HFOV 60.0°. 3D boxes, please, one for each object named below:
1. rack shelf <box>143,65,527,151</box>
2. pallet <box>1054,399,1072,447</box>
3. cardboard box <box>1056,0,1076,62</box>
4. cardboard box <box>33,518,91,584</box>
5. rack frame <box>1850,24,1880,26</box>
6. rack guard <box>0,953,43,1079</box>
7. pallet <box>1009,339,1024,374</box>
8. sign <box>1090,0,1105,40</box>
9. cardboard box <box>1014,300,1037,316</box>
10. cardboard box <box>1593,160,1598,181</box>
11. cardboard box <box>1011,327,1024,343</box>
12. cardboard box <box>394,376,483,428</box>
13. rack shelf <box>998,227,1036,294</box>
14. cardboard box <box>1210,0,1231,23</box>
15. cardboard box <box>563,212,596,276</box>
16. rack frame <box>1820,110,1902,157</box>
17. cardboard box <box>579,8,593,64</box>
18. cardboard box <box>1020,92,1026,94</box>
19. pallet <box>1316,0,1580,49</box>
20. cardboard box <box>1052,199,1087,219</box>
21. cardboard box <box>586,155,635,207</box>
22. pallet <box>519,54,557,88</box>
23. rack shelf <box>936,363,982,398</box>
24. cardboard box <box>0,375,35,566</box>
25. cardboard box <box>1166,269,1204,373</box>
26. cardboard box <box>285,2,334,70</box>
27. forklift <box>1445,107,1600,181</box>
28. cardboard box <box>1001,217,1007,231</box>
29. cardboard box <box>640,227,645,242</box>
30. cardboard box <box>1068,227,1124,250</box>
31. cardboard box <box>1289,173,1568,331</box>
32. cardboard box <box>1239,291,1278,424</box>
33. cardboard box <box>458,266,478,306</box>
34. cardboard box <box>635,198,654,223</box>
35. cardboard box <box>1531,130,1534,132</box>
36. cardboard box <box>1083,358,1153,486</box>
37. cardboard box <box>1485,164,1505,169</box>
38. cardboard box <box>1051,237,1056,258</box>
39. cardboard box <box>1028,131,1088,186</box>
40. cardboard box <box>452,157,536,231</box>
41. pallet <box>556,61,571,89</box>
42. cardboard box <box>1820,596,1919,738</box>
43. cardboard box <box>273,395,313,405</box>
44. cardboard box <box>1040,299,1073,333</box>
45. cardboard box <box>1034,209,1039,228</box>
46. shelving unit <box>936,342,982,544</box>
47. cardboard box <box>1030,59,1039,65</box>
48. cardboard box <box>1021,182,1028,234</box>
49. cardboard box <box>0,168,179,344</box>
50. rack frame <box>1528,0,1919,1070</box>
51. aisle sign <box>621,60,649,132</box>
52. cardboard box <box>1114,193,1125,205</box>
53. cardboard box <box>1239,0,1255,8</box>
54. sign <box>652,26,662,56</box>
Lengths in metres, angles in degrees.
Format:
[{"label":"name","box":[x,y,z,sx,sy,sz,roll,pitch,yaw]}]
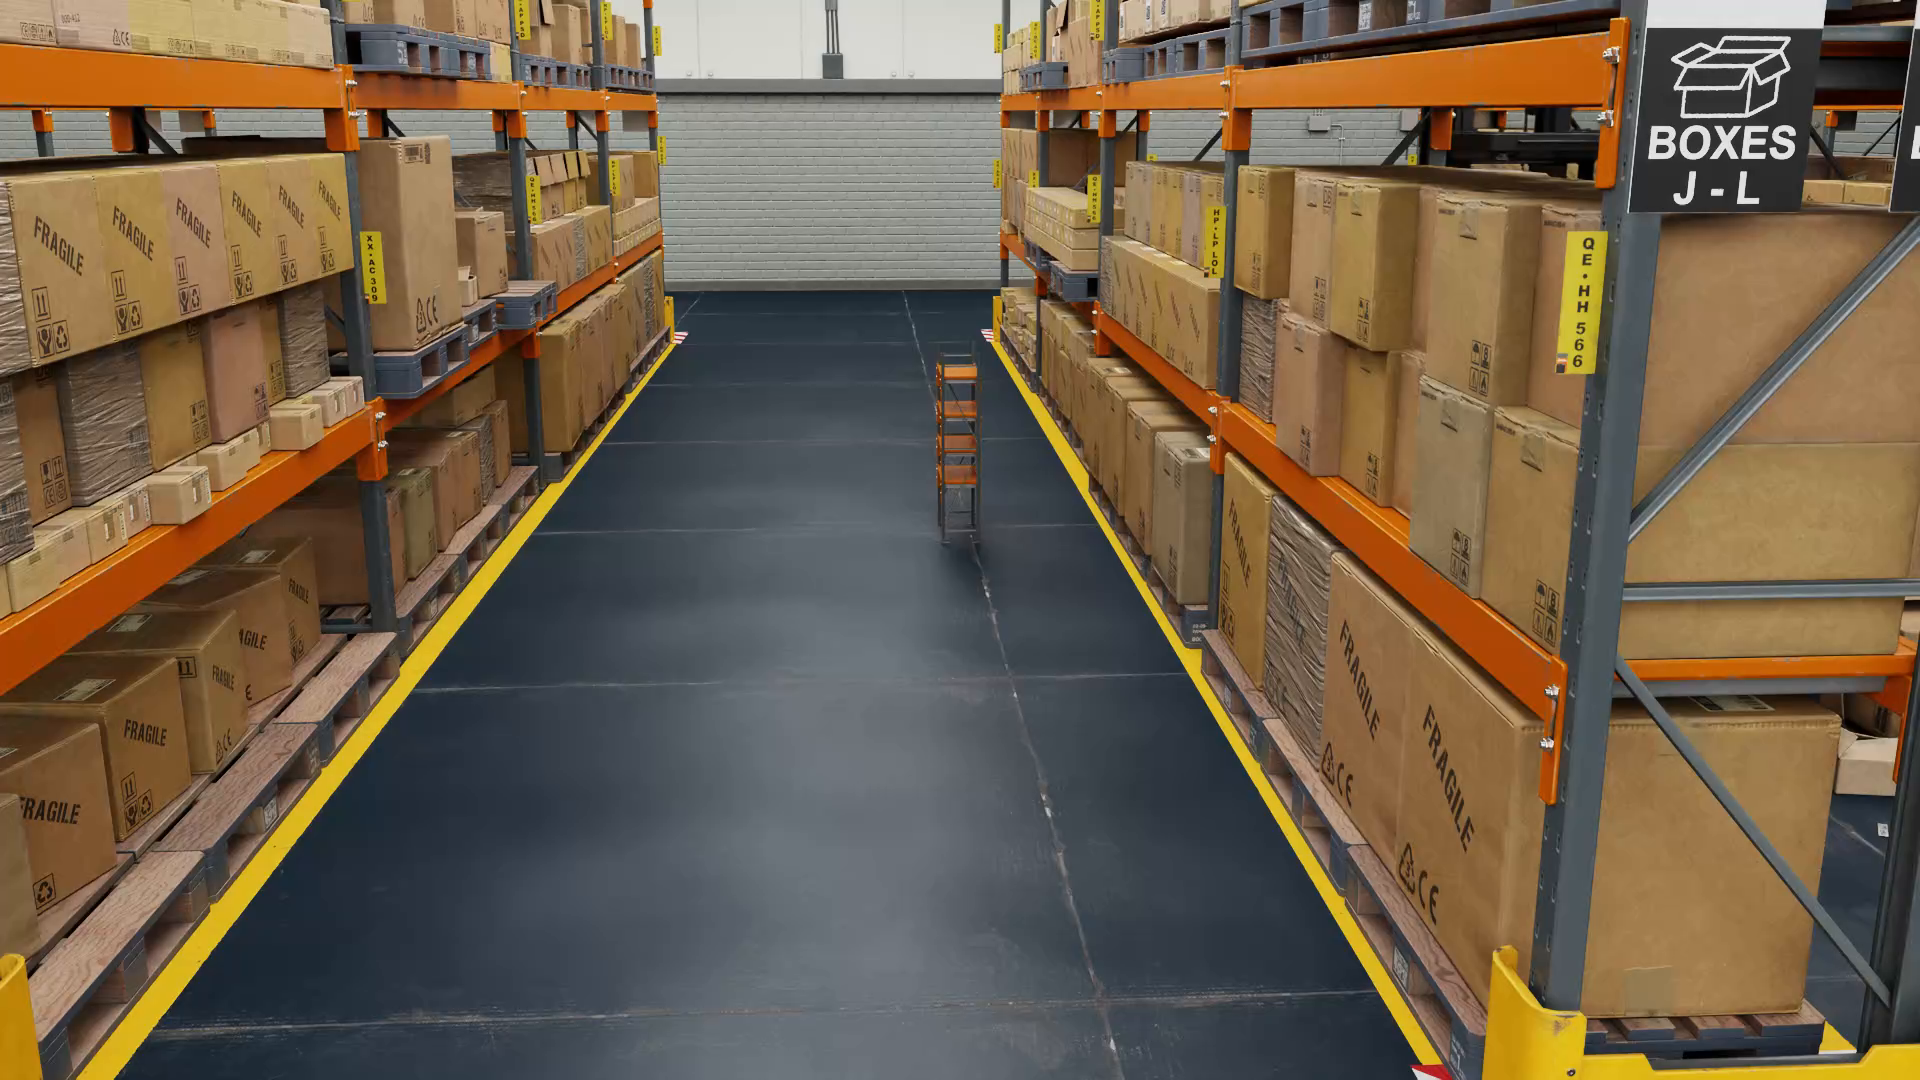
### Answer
[{"label":"rack shelf","box":[-3.355,-2.418,9.328,1.077,0.370,4.000,-1,14,-3]},{"label":"pallet","box":[1.358,-1.009,14.025,1.003,0.211,1.213,-1,14,-3]},{"label":"cardboard box","box":[1.195,-4.177,13.672,0.797,0.503,0.637,-1,14,-4]},{"label":"cardboard box","box":[-2.796,0.039,4.860,0.380,0.149,0.250,-1,14,-3]},{"label":"rack frame","box":[6.412,-4.869,11.393,1.000,3.000,0.127,-1,14,-3]},{"label":"rack guard","box":[-2.988,1.370,4.198,1.175,0.500,0.348,-1,14,-3]},{"label":"pallet","box":[1.074,-1.978,17.789,1.003,0.211,1.213,-1,14,-3]},{"label":"sign","box":[0.936,-3.558,11.277,0.100,0.325,0.005,-1,14,-3]},{"label":"cardboard box","box":[0.777,-2.500,17.909,0.380,0.149,0.250,-1,14,-3]},{"label":"cardboard box","box":[5.964,-3.252,14.937,0.500,0.500,0.500,-1,14,-4]},{"label":"cardboard box","box":[0.761,-2.224,18.027,0.380,0.149,0.250,-2,15,-6]},{"label":"cardboard box","box":[-3.365,-0.879,10.551,0.500,0.250,0.500,1,14,3]},{"label":"rack shelf","box":[1.106,-3.006,17.635,1.077,0.370,4.000,-1,14,-3]},{"label":"cardboard box","box":[1.522,-2.673,8.133,0.500,0.250,0.500,-1,14,-3]},{"label":"cardboard box","box":[-3.362,-2.489,13.981,0.500,0.500,0.500,-1,14,-4]},{"label":"rack frame","box":[10.870,-4.031,20.175,1.000,3.000,0.127,-1,14,-3]},{"label":"cardboard box","box":[-3.835,-4.753,15.714,0.700,0.500,0.500,-2,15,-7]},{"label":"cardboard box","box":[0.879,-4.606,16.689,0.500,0.250,0.500,-1,14,-4]},{"label":"pallet","box":[1.838,-1.771,5.549,1.003,0.211,1.213,-1,14,-3]},{"label":"cardboard box","box":[0.931,-2.601,13.084,0.380,0.149,0.250,-1,14,-3]},{"label":"cardboard box","box":[-3.561,-3.616,16.758,0.500,0.500,0.500,-1,14,-5]},{"label":"pallet","box":[-3.572,-3.332,11.815,1.213,0.211,1.003,0,14,-1]},{"label":"rack shelf","box":[-0.010,-1.003,10.439,0.258,0.148,0.480,-1,14,-3]},{"label":"cardboard box","box":[-2.990,-0.151,4.297,0.875,0.500,0.500,-1,14,-3]},{"label":"cardboard box","box":[1.395,-1.167,8.844,0.500,0.500,0.500,-1,14,-4]},{"label":"cardboard box","box":[-2.942,-2.087,6.899,0.500,0.250,0.500,0,14,-1]},{"label":"forklift","box":[3.840,-1.720,11.329,1.130,2.935,3.031,-2,15,-8]},{"label":"cardboard box","box":[0.675,-3.645,19.177,0.380,0.149,0.250,-1,14,-4]},{"label":"cardboard box","box":[-3.529,-3.215,17.508,0.380,0.149,0.250,-1,14,-2]},{"label":"cardboard box","box":[0.993,-2.204,12.138,0.380,0.149,0.250,-1,14,-2]},{"label":"cardboard box","box":[1.760,-1.100,6.312,0.875,0.550,0.550,-1,14,-3]},{"label":"cardboard box","box":[1.760,-0.849,7.505,0.875,0.550,0.550,-1,14,-3]},{"label":"cardboard box","box":[-3.106,-1.539,9.915,0.396,0.266,0.258,-1,14,-5]},{"label":"cardboard box","box":[-3.649,-3.630,18.317,0.500,0.250,0.500,-1,14,-4]},{"label":"cardboard box","box":[5.914,-4.007,16.570,0.380,0.149,0.250,-1,14,-3]},{"label":"cardboard box","box":[1.426,-0.824,11.380,1.050,0.750,0.750,-1,14,-4]},{"label":"cardboard box","box":[5.795,-3.857,17.292,0.500,0.500,0.500,-1,14,-3]},{"label":"cardboard box","box":[0.928,-2.315,13.164,0.380,0.149,0.250,-2,15,-6]},{"label":"cardboard box","box":[0.931,-3.647,15.876,0.500,0.500,0.500,-1,14,-5]},{"label":"cardboard box","box":[-3.508,-2.527,12.116,0.797,0.503,0.637,0,14,-2]},{"label":"pallet","box":[-3.644,-3.610,12.895,1.003,0.211,1.213,0,14,-1]},{"label":"cardboard box","box":[4.206,0.539,7.151,0.797,0.637,0.503,-1,14,-3]},{"label":"cardboard box","box":[-2.963,-0.520,7.033,0.380,0.149,0.250,-1,14,-3]},{"label":"cardboard box","box":[1.012,-2.025,15.048,0.500,0.250,0.500,-2,15,-6]},{"label":"cardboard box","box":[0.846,-2.785,14.394,0.380,0.149,0.250,-2,15,-6]},{"label":"shelving unit","box":[-0.010,-0.622,10.537,0.258,1.200,0.503,-1,14,-3]},{"label":"cardboard box","box":[0.948,-4.590,15.626,0.500,0.250,0.500,-2,15,-6]},{"label":"cardboard box","box":[0.887,-3.295,16.515,0.500,0.500,0.500,-1,14,-5]},{"label":"cardboard box","box":[-2.802,-0.888,5.154,0.500,0.500,0.500,-1,14,-3]},{"label":"rack frame","box":[1.970,0.127,4.013,0.949,2.616,0.053,-1,14,-3]},{"label":"aisle sign","box":[-3.680,-5.082,19.042,0.394,0.787,0.004,-1,14,-3]},{"label":"cardboard box","box":[1.509,-2.873,14.140,0.380,0.149,0.250,-1,14,-5]},{"label":"cardboard box","box":[1.409,-2.355,7.100,0.380,0.149,0.250,-1,14,-4]},{"label":"sign","box":[-3.432,-5.649,18.823,0.100,0.325,0.005,-1,14,-3]}]
